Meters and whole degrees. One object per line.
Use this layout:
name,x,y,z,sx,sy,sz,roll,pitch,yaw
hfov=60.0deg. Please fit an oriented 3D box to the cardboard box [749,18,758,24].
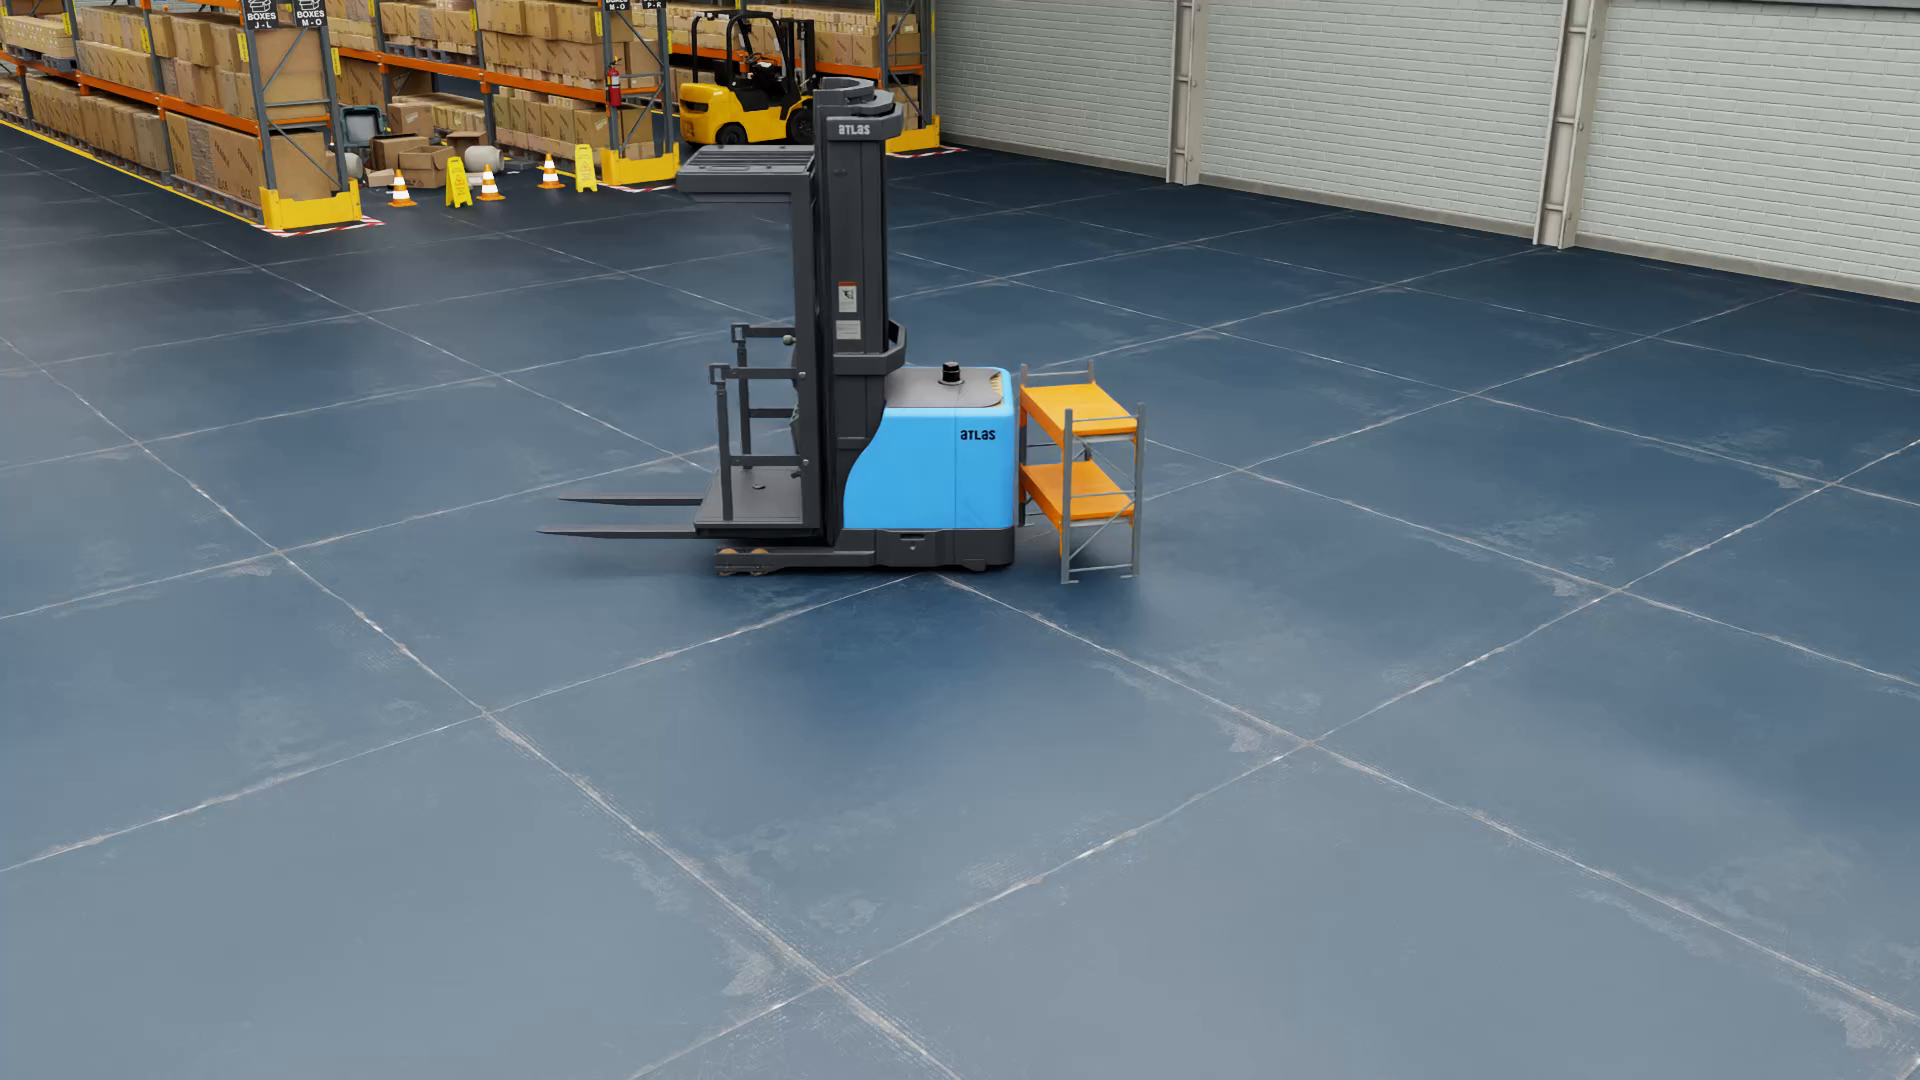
cardboard box,-3.487,-9.177,29.275,0.380,0.149,0.250,-18,28,-38

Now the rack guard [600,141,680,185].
rack guard,-4.693,-5.549,24.465,1.175,0.500,0.348,-17,27,-37

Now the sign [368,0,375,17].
sign,-10.283,-9.308,29.048,0.100,0.325,0.005,-17,27,-37

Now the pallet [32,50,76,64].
pallet,-14.872,-8.143,27.925,1.003,0.211,1.213,-17,27,-37

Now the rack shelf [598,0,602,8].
rack shelf,-5.948,-8.306,24.950,1.077,0.370,4.000,-17,27,-37

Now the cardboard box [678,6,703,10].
cardboard box,-5.029,-9.872,31.049,0.380,0.149,0.250,-17,27,-37

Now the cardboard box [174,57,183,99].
cardboard box,-10.312,-6.414,23.043,0.875,0.550,0.550,-17,27,-37

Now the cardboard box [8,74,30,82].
cardboard box,-18.113,-8.882,32.065,0.380,0.149,0.250,-17,27,-36

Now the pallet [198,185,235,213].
pallet,-9.700,-4.726,22.761,1.003,0.211,1.213,-17,27,-37

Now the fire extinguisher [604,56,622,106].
fire extinguisher,-4.917,-6.514,23.609,0.296,0.674,0.183,-17,27,-37

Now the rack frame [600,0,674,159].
rack frame,-4.643,-6.691,23.955,1.000,3.000,0.127,-17,27,-37

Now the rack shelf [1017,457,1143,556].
rack shelf,0.755,-0.229,10.697,0.538,0.278,1.000,-5,22,-12

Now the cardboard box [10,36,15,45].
cardboard box,-16.066,-8.586,28.560,0.380,0.149,0.250,-17,27,-37

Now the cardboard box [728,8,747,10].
cardboard box,-4.043,-9.697,30.604,0.380,0.149,0.250,-18,28,-38

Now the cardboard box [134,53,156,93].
cardboard box,-11.481,-6.717,23.884,0.500,0.500,0.500,-18,27,-38

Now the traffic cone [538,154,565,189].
traffic cone,-5.901,-5.322,23.937,0.336,0.463,0.334,-17,27,-37

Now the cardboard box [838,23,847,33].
cardboard box,-1.789,-8.473,27.477,0.380,0.149,0.250,-18,27,-38

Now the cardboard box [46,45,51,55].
cardboard box,-14.548,-7.941,26.914,0.380,0.149,0.250,-17,27,-37

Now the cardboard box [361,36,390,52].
cardboard box,-10.392,-8.910,29.825,0.500,0.250,0.500,-19,28,-39

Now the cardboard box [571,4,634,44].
cardboard box,-5.142,-7.431,23.928,0.700,0.500,0.500,-18,28,-39

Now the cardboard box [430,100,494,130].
cardboard box,-8.525,-7.302,28.543,0.950,0.372,0.625,-16,27,-36

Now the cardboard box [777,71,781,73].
cardboard box,-3.028,-8.270,29.809,0.500,0.250,0.500,-17,27,-36

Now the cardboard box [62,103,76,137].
cardboard box,-14.513,-6.991,27.572,0.500,0.500,0.500,-16,27,-35

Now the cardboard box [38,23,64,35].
cardboard box,-14.727,-8.292,26.996,0.380,0.149,0.250,-16,27,-36

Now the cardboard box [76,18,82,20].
cardboard box,-14.900,-8.731,28.117,0.380,0.149,0.250,-19,28,-40

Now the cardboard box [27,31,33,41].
cardboard box,-15.229,-8.368,27.596,0.380,0.149,0.250,-18,28,-38

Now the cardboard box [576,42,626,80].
cardboard box,-5.206,-6.961,24.098,0.500,0.500,0.500,-18,28,-38

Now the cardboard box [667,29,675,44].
cardboard box,-5.336,-9.553,31.467,0.500,0.250,0.500,-19,28,-39

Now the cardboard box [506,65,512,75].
cardboard box,-6.891,-7.393,26.090,0.380,0.149,0.250,-18,27,-38

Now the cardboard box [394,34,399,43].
cardboard box,-9.635,-8.760,29.006,0.380,0.149,0.250,-20,29,-41

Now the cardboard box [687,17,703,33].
cardboard box,-4.681,-9.500,30.646,0.500,0.250,0.500,-17,27,-36

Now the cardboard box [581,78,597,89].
cardboard box,-5.299,-6.670,24.246,0.380,0.149,0.250,-18,28,-38

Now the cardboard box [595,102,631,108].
cardboard box,-5.321,-6.394,25.363,0.500,0.500,0.500,-19,28,-39

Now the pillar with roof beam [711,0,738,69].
pillar with roof beam,-7.835,-11.707,28.536,9.100,9.000,0.400,-17,27,-37

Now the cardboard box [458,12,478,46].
cardboard box,-7.729,-8.250,26.814,0.500,0.500,0.500,-18,28,-38

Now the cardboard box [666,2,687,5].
cardboard box,-5.486,-10.346,32.258,0.380,0.149,0.250,-17,27,-36

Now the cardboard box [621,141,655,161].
cardboard box,-4.960,-5.895,25.117,0.500,0.250,0.500,-18,28,-38

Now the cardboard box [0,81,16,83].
cardboard box,-17.812,-8.466,31.004,0.380,0.149,0.250,-17,27,-37

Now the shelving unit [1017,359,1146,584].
shelving unit,0.755,-0.457,10.608,0.538,1.125,1.048,-5,22,-12

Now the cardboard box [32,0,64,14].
cardboard box,-16.270,-9.634,29.552,0.500,0.500,0.500,-17,27,-36

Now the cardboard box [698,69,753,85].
cardboard box,-4.346,-8.427,31.066,0.875,0.625,0.625,-18,28,-38

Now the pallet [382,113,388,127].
pallet,-10.322,-7.839,30.709,1.003,0.211,1.213,-17,27,-37

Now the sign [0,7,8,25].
sign,-16.566,-9.072,28.847,0.100,0.325,0.005,-17,27,-37

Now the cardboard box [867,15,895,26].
cardboard box,-1.278,-8.410,26.909,0.380,0.149,0.250,-17,27,-37

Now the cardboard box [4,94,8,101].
cardboard box,-17.411,-8.197,30.726,0.380,0.149,0.250,-19,28,-40

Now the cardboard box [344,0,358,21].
cardboard box,-10.742,-9.634,29.961,0.500,0.500,0.500,-17,27,-37

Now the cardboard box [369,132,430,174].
cardboard box,-8.324,-5.731,24.741,0.797,0.637,0.503,-17,27,-37

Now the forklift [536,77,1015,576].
forklift,-1.171,-1.334,10.371,3.031,2.935,1.130,0,21,0

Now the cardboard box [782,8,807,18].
cardboard box,-2.820,-9.028,28.486,0.380,0.149,0.250,-18,28,-38

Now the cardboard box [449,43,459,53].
cardboard box,-8.153,-8.091,27.298,0.380,0.149,0.250,-18,28,-38

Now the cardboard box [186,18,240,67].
cardboard box,-9.676,-6.602,22.041,0.875,0.550,0.500,-17,27,-37

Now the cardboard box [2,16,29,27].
cardboard box,-16.251,-8.938,28.644,0.380,0.149,0.250,-16,26,-35

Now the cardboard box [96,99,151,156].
cardboard box,-12.646,-6.413,25.753,1.050,0.750,0.750,-17,27,-37

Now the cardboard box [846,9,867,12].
cardboard box,-1.709,-8.890,28.133,0.380,0.149,0.250,-18,28,-39
